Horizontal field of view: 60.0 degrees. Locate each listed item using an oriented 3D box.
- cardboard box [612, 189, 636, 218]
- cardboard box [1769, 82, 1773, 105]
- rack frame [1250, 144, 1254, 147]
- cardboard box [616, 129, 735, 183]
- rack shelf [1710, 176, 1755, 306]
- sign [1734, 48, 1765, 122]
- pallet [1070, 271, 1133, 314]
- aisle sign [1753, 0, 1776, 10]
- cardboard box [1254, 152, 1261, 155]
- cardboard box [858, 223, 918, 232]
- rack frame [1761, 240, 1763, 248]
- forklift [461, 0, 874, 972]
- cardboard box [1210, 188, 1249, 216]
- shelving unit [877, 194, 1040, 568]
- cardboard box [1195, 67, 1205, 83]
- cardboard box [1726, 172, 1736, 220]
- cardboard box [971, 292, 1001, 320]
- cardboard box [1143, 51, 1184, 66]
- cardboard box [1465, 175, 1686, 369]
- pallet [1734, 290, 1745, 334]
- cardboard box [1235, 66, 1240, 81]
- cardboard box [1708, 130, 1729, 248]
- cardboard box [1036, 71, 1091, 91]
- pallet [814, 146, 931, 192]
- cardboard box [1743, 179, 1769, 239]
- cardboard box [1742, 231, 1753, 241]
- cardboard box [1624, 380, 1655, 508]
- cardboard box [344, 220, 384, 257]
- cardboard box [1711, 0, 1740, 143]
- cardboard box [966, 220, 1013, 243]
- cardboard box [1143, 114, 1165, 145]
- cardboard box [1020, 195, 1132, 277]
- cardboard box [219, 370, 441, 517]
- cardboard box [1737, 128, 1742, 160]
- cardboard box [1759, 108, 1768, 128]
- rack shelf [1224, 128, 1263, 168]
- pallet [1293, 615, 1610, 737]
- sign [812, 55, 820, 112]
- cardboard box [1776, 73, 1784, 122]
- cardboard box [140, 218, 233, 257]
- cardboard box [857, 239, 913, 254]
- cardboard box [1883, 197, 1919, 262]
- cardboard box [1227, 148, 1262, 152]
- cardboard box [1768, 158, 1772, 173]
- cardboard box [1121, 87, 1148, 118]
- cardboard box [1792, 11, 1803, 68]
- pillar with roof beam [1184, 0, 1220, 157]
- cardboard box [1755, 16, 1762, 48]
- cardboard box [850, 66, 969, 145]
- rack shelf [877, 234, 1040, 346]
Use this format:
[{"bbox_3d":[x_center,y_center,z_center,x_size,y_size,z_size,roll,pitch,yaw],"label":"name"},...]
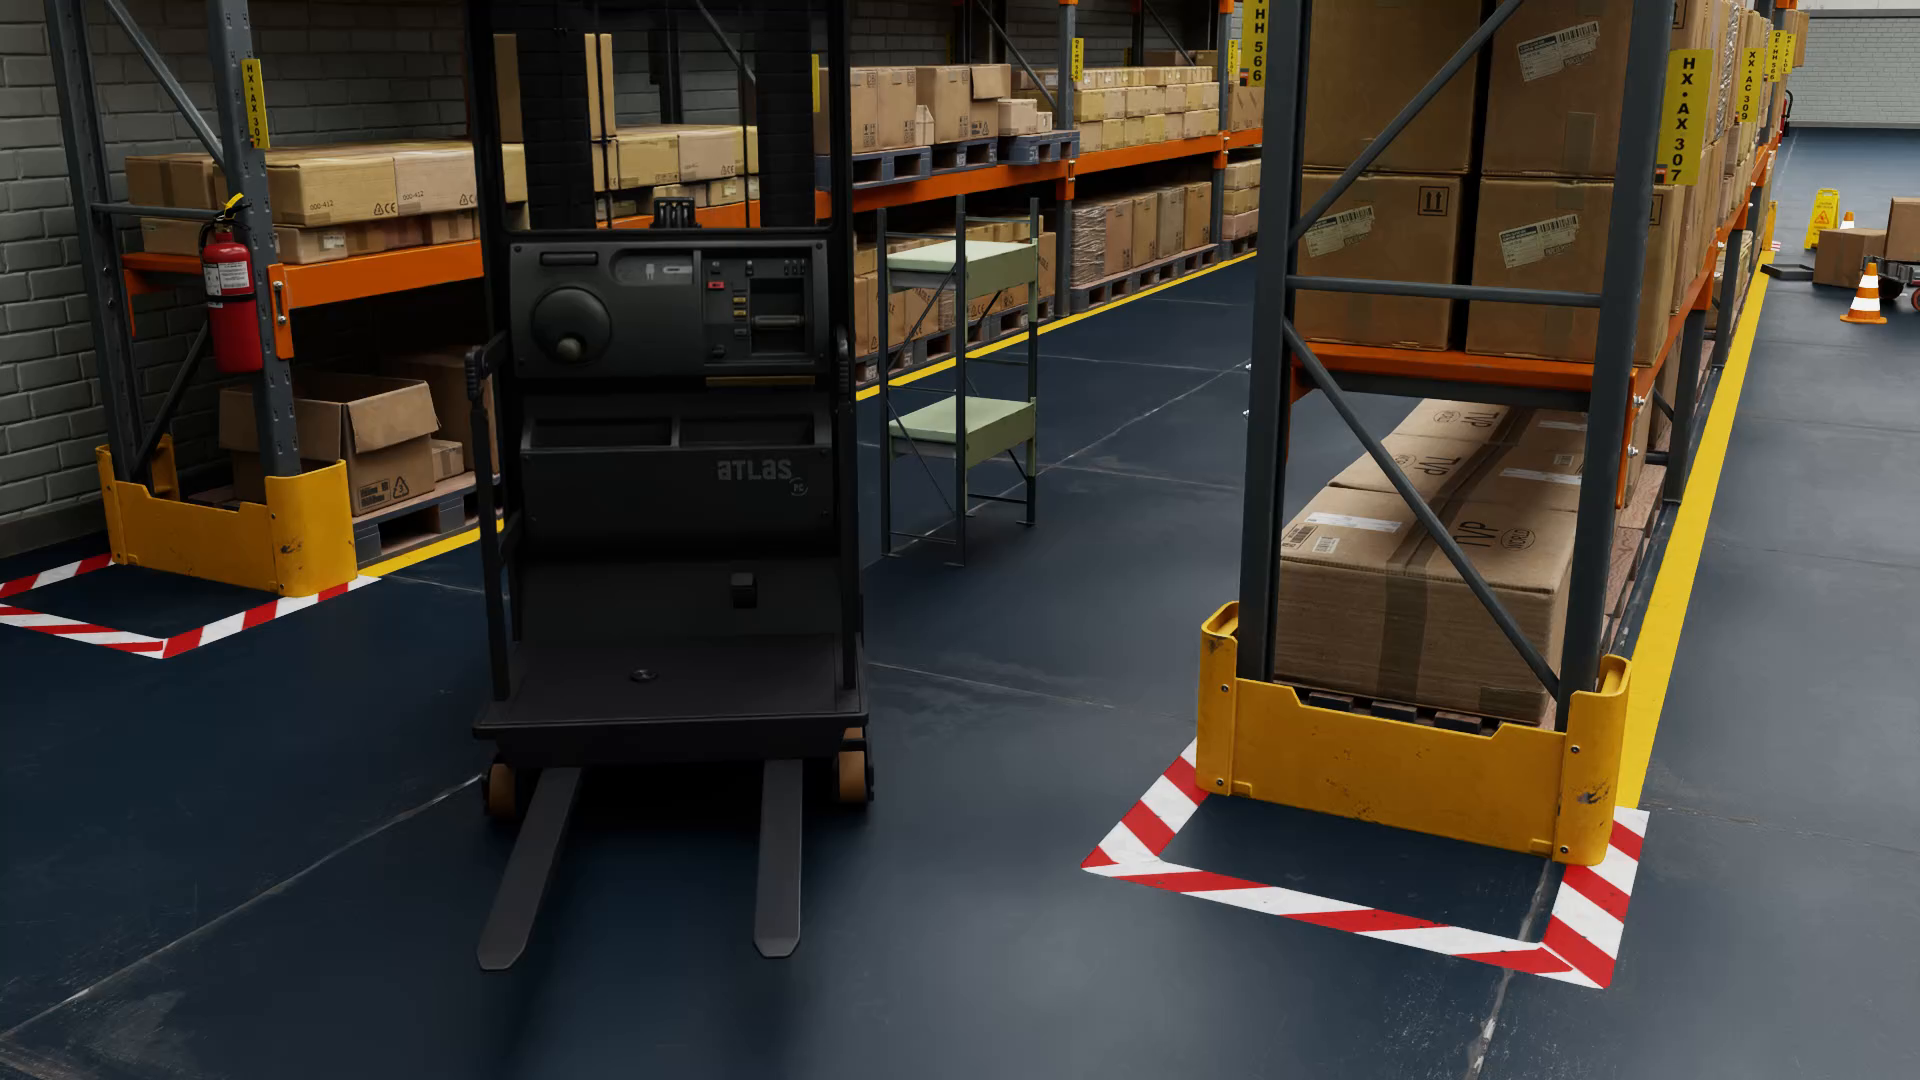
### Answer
[{"bbox_3d":[-1.909,-1.760,8.622,0.380,0.149,0.250,8,18,26],"label":"cardboard box"},{"bbox_3d":[6.661,-3.967,14.178,0.500,0.500,0.500,8,18,24],"label":"cardboard box"},{"bbox_3d":[4.007,-5.372,20.342,1.000,3.000,0.127,8,18,25],"label":"rack frame"},{"bbox_3d":[-1.575,-2.096,9.053,0.500,0.250,0.500,8,18,26],"label":"cardboard box"},{"bbox_3d":[3.981,-1.849,9.746,1.077,0.370,4.000,8,18,25],"label":"rack shelf"},{"bbox_3d":[3.584,-2.067,7.557,0.100,0.325,0.005,8,18,25],"label":"sign"},{"bbox_3d":[0.835,-2.202,14.568,1.003,0.211,1.213,8,18,25],"label":"pallet"},{"bbox_3d":[8.736,-5.966,17.778,0.394,0.787,0.004,8,18,25],"label":"aisle sign"},{"bbox_3d":[3.641,-4.317,19.126,0.500,0.250,0.500,8,18,26],"label":"cardboard box"},{"bbox_3d":[-0.540,-2.287,12.470,0.380,0.149,0.250,8,18,24],"label":"cardboard box"},{"bbox_3d":[8.449,-4.741,18.219,1.000,3.000,0.127,8,18,25],"label":"rack frame"},{"bbox_3d":[-0.837,-0.697,4.724,1.130,2.935,3.031,-1,17,-5],"label":"forklift"},{"bbox_3d":[2.712,-3.560,17.455,0.500,0.250,0.500,8,18,25],"label":"cardboard box"},{"bbox_3d":[0.003,-0.721,7.317,0.431,1.500,0.755,8,18,25],"label":"shelving unit"},{"bbox_3d":[2.166,-4.529,16.188,0.380,0.149,0.250,8,18,25],"label":"cardboard box"},{"bbox_3d":[3.750,-1.823,8.658,0.500,0.250,0.500,8,18,24],"label":"cardboard box"},{"bbox_3d":[-0.029,-1.942,12.448,0.500,0.500,0.500,9,19,28],"label":"cardboard box"},{"bbox_3d":[2.092,-4.974,17.166,0.380,0.149,0.250,8,18,26],"label":"cardboard box"},{"bbox_3d":[1.771,-0.800,4.772,0.500,0.500,0.500,8,18,25],"label":"cardboard box"},{"bbox_3d":[5.771,-1.875,13.468,1.003,0.211,1.213,8,18,25],"label":"pallet"},{"bbox_3d":[2.711,-4.826,17.189,0.380,0.149,0.250,9,19,27],"label":"cardboard box"},{"bbox_3d":[3.108,-1.582,7.407,0.500,0.500,0.500,8,18,26],"label":"cardboard box"},{"bbox_3d":[0.838,-3.737,13.522,0.380,0.149,0.250,9,19,27],"label":"cardboard box"},{"bbox_3d":[-0.901,-2.413,10.717,1.003,0.211,1.213,8,18,25],"label":"pallet"},{"bbox_3d":[7.167,-3.081,15.404,0.500,0.500,0.500,9,19,28],"label":"cardboard box"},{"bbox_3d":[6.429,-2.530,14.653,0.950,0.372,0.625,8,18,26],"label":"cardboard box"},{"bbox_3d":[2.710,-0.512,7.741,0.875,0.438,0.875,8,18,25],"label":"cardboard box"},{"bbox_3d":[-2.678,-1.296,7.059,0.380,0.149,0.250,9,19,27],"label":"cardboard box"},{"bbox_3d":[2.670,-1.798,6.377,0.500,0.500,0.500,8,18,26],"label":"cardboard box"},{"bbox_3d":[0.187,-2.355,12.699,0.380,0.149,0.250,7,18,24],"label":"cardboard box"},{"bbox_3d":[1.535,-3.736,15.097,0.500,0.250,0.500,9,19,27],"label":"cardboard box"},{"bbox_3d":[1.008,-2.722,14.853,0.875,0.625,0.625,9,19,27],"label":"cardboard box"},{"bbox_3d":[-2.785,-0.445,7.401,0.797,0.503,0.637,7,18,23],"label":"cardboard box"},{"bbox_3d":[3.744,-2.065,8.594,0.500,0.250,0.500,8,19,26],"label":"cardboard box"},{"bbox_3d":[6.351,-3.437,13.530,0.380,0.149,0.250,8,18,26],"label":"cardboard box"},{"bbox_3d":[3.113,-4.518,18.730,1.077,0.370,4.000,8,18,25],"label":"rack shelf"},{"bbox_3d":[1.587,0.457,5.614,1.003,0.211,1.213,8,18,25],"label":"pallet"},{"bbox_3d":[-0.866,-2.663,9.702,0.100,0.325,0.005,8,18,25],"label":"sign"},{"bbox_3d":[7.547,-4.247,15.856,0.500,0.500,0.500,8,18,25],"label":"cardboard box"},{"bbox_3d":[-3.235,-1.295,7.056,0.380,0.149,0.250,8,18,25],"label":"cardboard box"},{"bbox_3d":[-0.543,-1.964,11.384,0.380,0.149,0.250,8,18,25],"label":"cardboard box"},{"bbox_3d":[8.267,-2.668,14.300,0.500,0.500,0.500,8,18,25],"label":"cardboard box"},{"bbox_3d":[3.403,-4.508,19.771,0.500,0.250,0.500,8,18,25],"label":"cardboard box"},{"bbox_3d":[7.622,-3.616,16.067,0.380,0.149,0.250,9,19,29],"label":"cardboard box"},{"bbox_3d":[1.324,-3.842,14.578,0.500,0.250,0.500,8,18,24],"label":"cardboard box"},{"bbox_3d":[7.549,-4.729,15.722,0.700,0.500,0.500,8,18,24],"label":"cardboard box"},{"bbox_3d":[6.741,-7.637,17.433,9.100,9.000,0.400,8,18,25],"label":"pillar with roof beam"},{"bbox_3d":[4.195,-2.681,9.349,0.500,0.500,0.500,8,18,24],"label":"cardboard box"},{"bbox_3d":[-0.357,-2.991,11.414,0.700,0.500,0.500,8,18,25],"label":"cardboard box"},{"bbox_3d":[0.003,-1.095,7.205,0.431,0.370,0.720,8,18,25],"label":"rack shelf"}]
